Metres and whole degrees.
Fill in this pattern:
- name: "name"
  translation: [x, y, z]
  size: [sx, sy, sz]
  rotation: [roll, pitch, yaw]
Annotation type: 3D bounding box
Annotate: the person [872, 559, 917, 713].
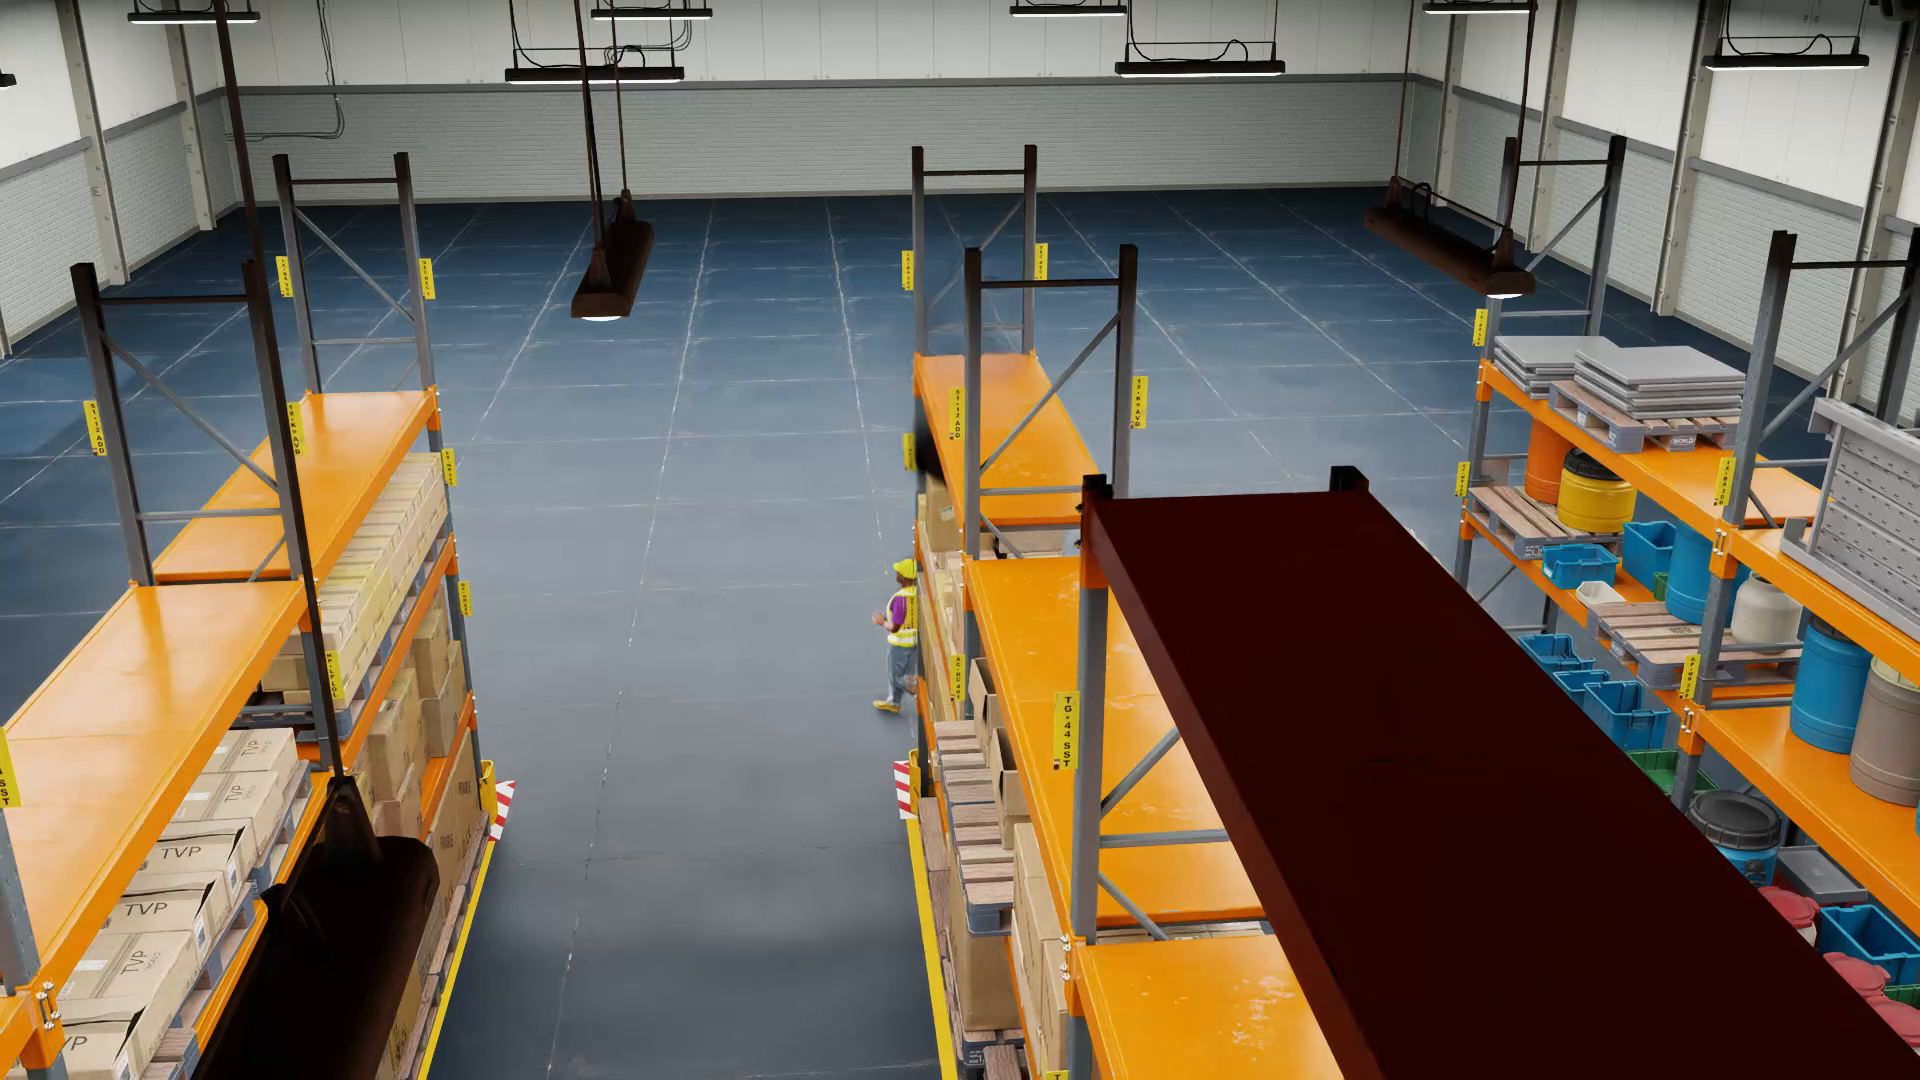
- name: "person"
  translation: [-0.519, 0.998, 16.763]
  size: [0.868, 1.741, 0.715]
  rotation: [10, 24, 25]
